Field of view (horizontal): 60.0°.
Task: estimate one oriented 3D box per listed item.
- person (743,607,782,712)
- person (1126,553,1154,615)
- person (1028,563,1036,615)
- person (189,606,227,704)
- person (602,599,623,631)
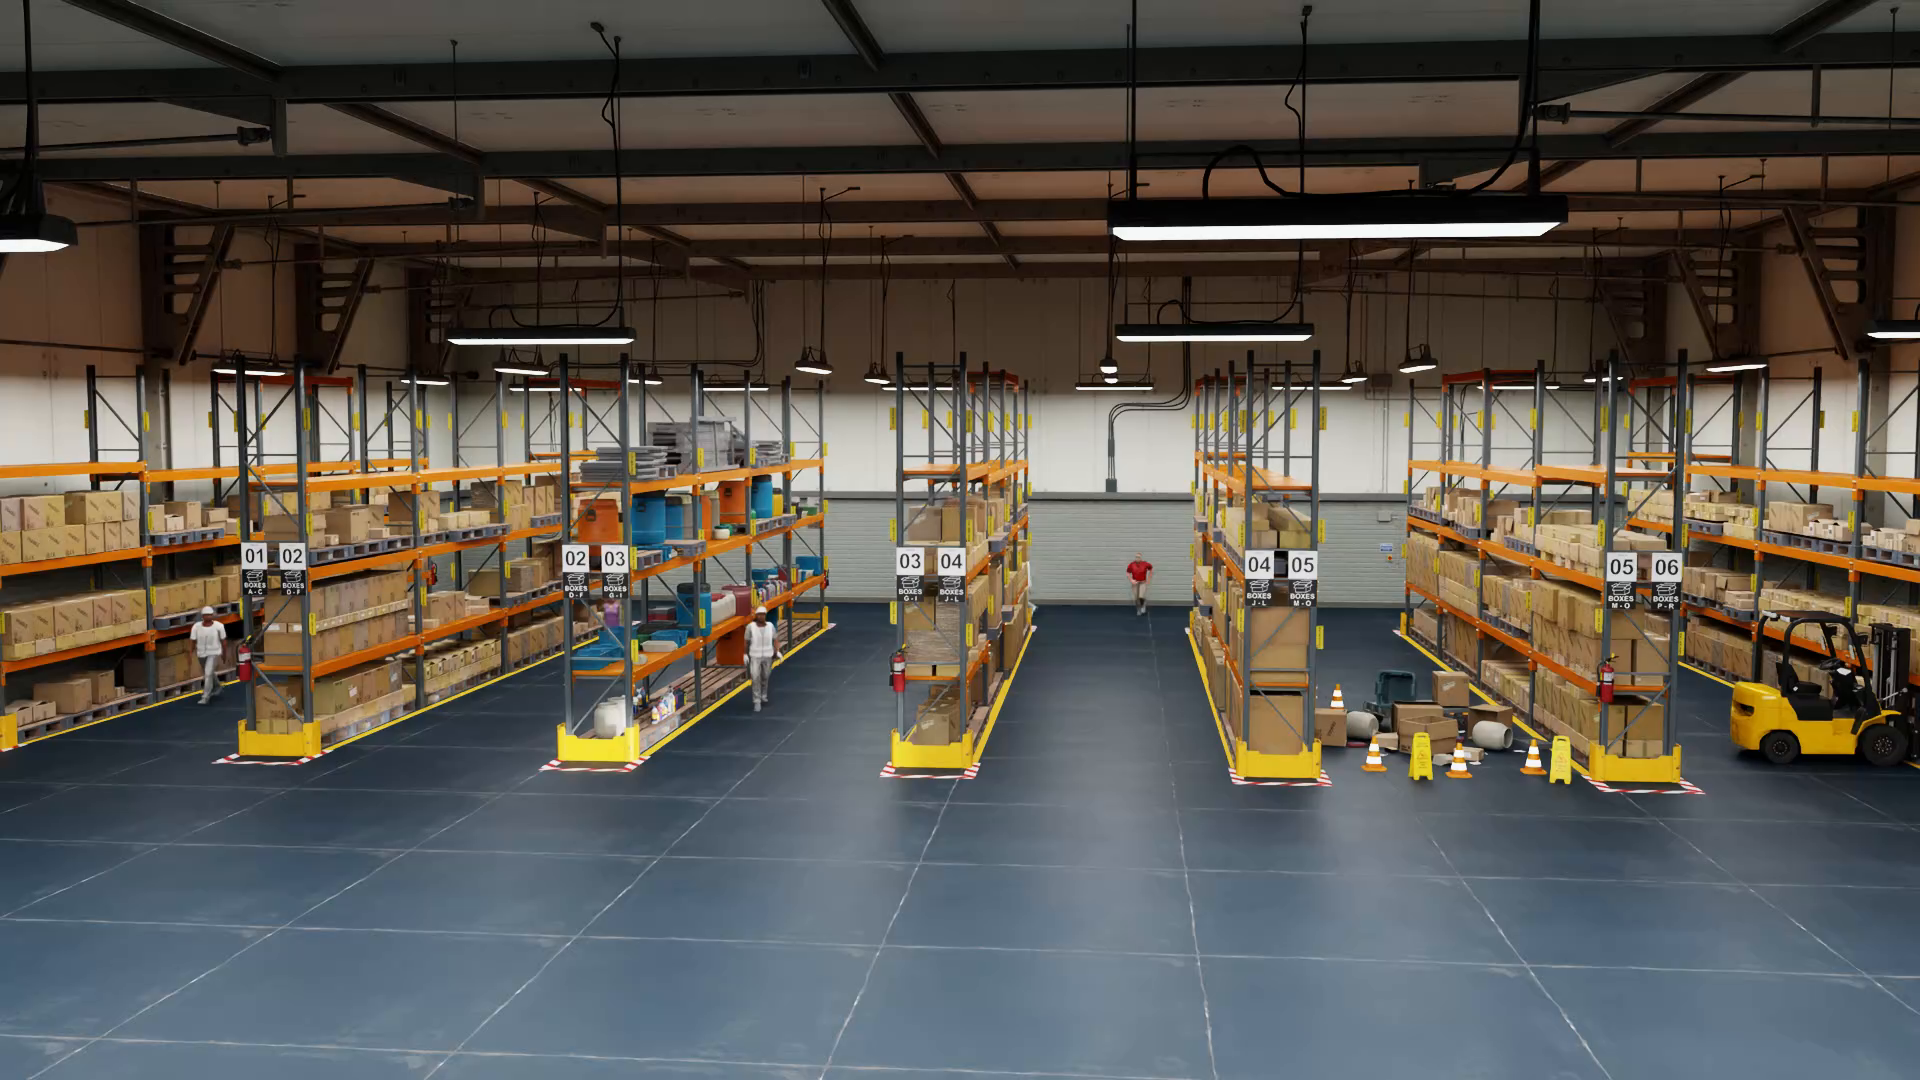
[{"bbox_3d":[-3.454,2.046,29.112,0.642,1.760,0.979,-1,4,-15],"label":"person"},{"bbox_3d":[4.651,1.138,42.959,0.691,1.635,0.727,1,4,15],"label":"person"},{"bbox_3d":[1.549,1.141,41.839,0.938,1.749,0.568,-3,5,-32],"label":"person"},{"bbox_3d":[-13.394,2.030,29.607,0.531,1.712,1.107,0,4,4],"label":"person"},{"bbox_3d":[-7.063,1.808,33.769,0.445,1.539,0.969,0,4,6],"label":"person"}]
